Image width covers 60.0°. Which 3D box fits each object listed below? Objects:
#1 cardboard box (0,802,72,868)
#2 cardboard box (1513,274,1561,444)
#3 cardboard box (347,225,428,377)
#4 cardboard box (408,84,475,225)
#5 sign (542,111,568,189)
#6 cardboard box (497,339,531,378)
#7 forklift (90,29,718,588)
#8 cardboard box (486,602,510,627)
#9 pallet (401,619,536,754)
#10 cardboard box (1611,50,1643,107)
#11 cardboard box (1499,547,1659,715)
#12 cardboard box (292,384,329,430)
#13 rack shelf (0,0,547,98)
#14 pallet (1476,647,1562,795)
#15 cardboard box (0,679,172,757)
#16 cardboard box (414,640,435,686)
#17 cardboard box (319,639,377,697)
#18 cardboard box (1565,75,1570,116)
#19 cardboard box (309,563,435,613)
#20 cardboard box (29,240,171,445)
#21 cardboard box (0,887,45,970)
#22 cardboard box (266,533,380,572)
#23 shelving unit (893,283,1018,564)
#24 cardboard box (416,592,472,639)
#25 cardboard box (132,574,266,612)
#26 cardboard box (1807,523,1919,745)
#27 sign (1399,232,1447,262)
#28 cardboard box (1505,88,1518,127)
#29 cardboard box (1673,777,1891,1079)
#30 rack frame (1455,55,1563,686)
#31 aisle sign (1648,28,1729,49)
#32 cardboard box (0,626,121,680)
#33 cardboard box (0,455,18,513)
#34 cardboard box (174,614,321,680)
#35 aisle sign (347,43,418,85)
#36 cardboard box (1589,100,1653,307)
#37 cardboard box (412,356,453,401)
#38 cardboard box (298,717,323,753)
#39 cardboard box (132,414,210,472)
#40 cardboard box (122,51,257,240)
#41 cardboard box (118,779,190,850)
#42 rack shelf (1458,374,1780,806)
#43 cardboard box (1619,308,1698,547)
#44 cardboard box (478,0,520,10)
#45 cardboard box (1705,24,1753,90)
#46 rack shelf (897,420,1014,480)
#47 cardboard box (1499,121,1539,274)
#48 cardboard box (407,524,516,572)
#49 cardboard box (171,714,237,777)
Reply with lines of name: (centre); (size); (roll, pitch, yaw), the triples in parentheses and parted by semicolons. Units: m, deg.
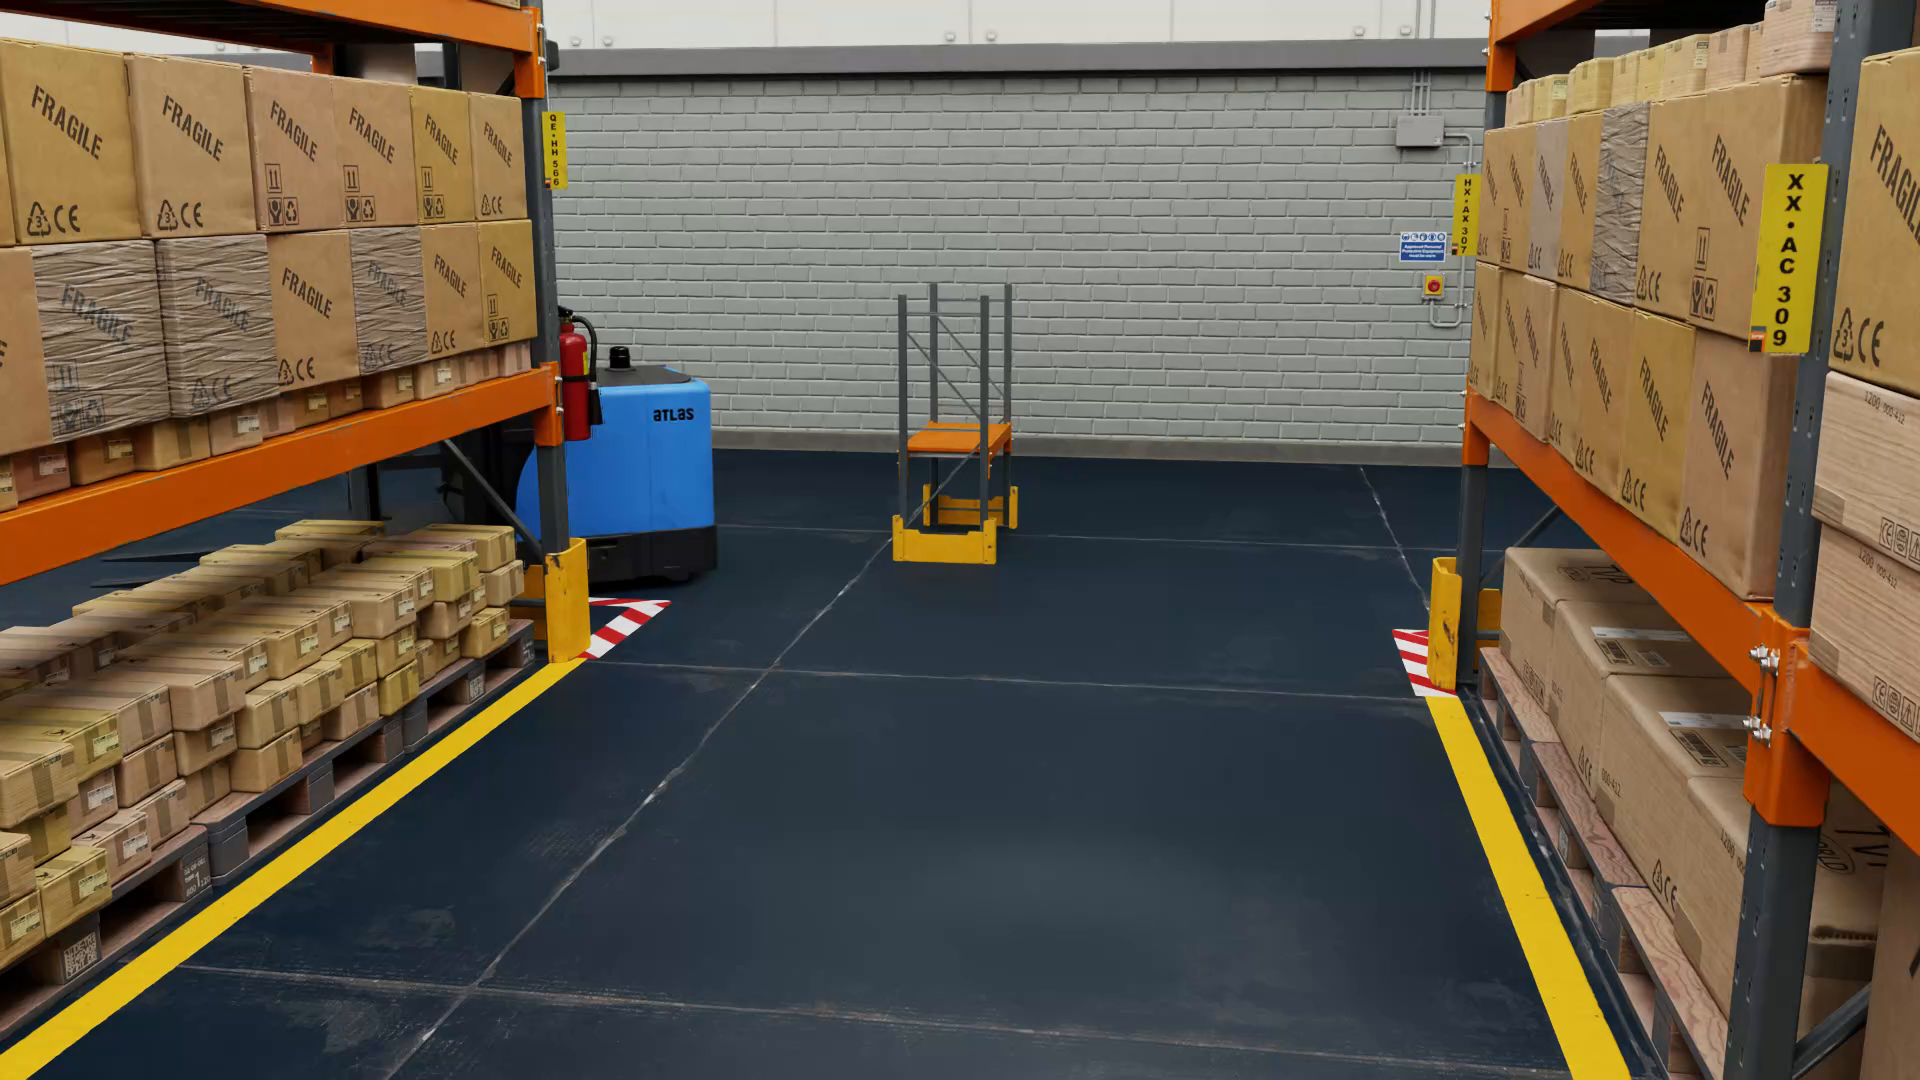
cardboard box: (-2.587, 0.771, 4.360); (0.380, 0.149, 0.250); (2, 12, 9)
cardboard box: (2.109, -0.591, 5.380); (0.500, 0.500, 0.500); (2, 12, 8)
cardboard box: (-2.262, -0.863, 5.936); (0.500, 0.500, 0.500); (2, 12, 9)
cardboard box: (-2.197, -1.458, 6.323); (0.500, 0.500, 0.500); (1, 12, 7)
sign: (-1.749, -1.682, 7.181); (0.100, 0.325, 0.005); (2, 12, 9)
cardboard box: (-2.065, -0.784, 7.108); (0.380, 0.149, 0.250); (2, 12, 9)
forklift: (-2.872, -1.182, 8.523); (3.031, 2.935, 1.130); (-5, 13, -22)
cardboard box: (-2.169, 0.321, 7.155); (0.380, 0.149, 0.250); (2, 12, 10)
pallet: (-2.466, 0.563, 6.880); (1.003, 0.211, 1.213); (2, 12, 9)
cardboard box: (2.012, -1.257, 4.555); (0.380, 0.149, 0.250); (2, 12, 9)
cardboard box: (2.610, 0.343, 6.366); (0.875, 0.438, 0.875); (1, 12, 7)
cardboard box: (-2.375, -0.463, 5.618); (0.380, 0.149, 0.250); (2, 12, 10)
rack shelf: (-2.602, -1.682, 5.267); (1.077, 0.370, 4.000); (2, 12, 9)
pallet: (2.567, 0.688, 6.302); (1.003, 0.211, 1.213); (2, 12, 9)
cardboard box: (-2.543, 0.517, 4.834); (0.380, 0.149, 0.250); (2, 12, 7)
cardboard box: (-2.259, 0.482, 6.409); (0.380, 0.149, 0.250); (2, 12, 9)
cardboard box: (-2.296, 0.447, 5.862); (0.380, 0.149, 0.250); (3, 12, 11)
cardboard box: (2.150, -1.415, 5.291); (0.380, 0.149, 0.250); (2, 12, 9)
cardboard box: (-2.237, 0.192, 6.339); (0.380, 0.149, 0.250); (1, 12, 6)
cardboard box: (-2.515, -0.544, 4.453); (0.500, 0.500, 0.500); (2, 12, 9)
cardboard box: (-2.536, 0.972, 4.135); (0.380, 0.149, 0.250); (1, 12, 6)
cardboard box: (-2.634, 0.073, 6.893); (0.380, 0.149, 0.250); (2, 12, 10)
shelving unit: (-0.012, -0.717, 9.762); (0.587, 1.500, 1.083); (2, 12, 9)
cardboard box: (-2.172, 0.286, 6.609); (0.380, 0.149, 0.250); (1, 12, 6)
cardboard box: (-2.808, 0.233, 6.150); (0.380, 0.149, 0.250); (2, 12, 11)
cardboard box: (1.669, 0.144, 2.559); (0.500, 0.250, 0.500); (2, 12, 7)
sign: (3.418, -2.166, 12.280); (0.327, 0.218, 0.001); (2, 12, 9)
cardboard box: (2.284, -1.634, 6.307); (0.380, 0.149, 0.250); (2, 12, 10)
cardboard box: (2.200, 0.908, 3.745); (0.875, 0.438, 0.875); (2, 12, 8)
rack frame: (2.613, -0.845, 6.792); (1.000, 3.000, 0.127); (2, 12, 9)
aisle sign: (2.930, -2.120, 6.541); (0.394, 0.787, 0.004); (2, 12, 9)
cardboard box: (-2.984, 0.390, 5.422); (0.380, 0.149, 0.250); (1, 12, 7)
cardboard box: (-2.576, -0.133, 4.087); (0.380, 0.149, 0.250); (2, 12, 10)
cardboard box: (-2.386, 0.357, 5.576); (0.380, 0.149, 0.250); (2, 12, 9)
aisle sign: (-2.579, -2.280, 7.281); (0.394, 0.787, 0.004); (2, 12, 9)
cardboard box: (1.952, -0.868, 4.292); (0.500, 0.500, 0.500); (2, 12, 9)
cardboard box: (-2.180, -0.627, 6.379); (0.380, 0.149, 0.250); (2, 12, 10)
cardboard box: (-2.412, 0.643, 5.659); (0.380, 0.149, 0.250); (2, 12, 10)
cardboard box: (-2.436, -0.297, 4.848); (0.380, 0.149, 0.250); (2, 12, 10)
cardboard box: (-2.426, -1.133, 4.812); (0.500, 0.500, 0.500); (2, 12, 10)
cardboard box: (-2.518, 0.808, 4.892); (0.380, 0.149, 0.250); (2, 12, 7)
rack shelf: (2.305, -0.077, 4.936); (1.077, 0.370, 4.000); (2, 12, 9)
cardboard box: (1.890, -0.273, 3.902); (0.500, 0.500, 0.500); (2, 12, 7)
cardboard box: (-2.103, -2.274, 6.660); (0.500, 0.250, 0.500); (2, 12, 7)
cardboard box: (1.947, -1.097, 3.815); (0.380, 0.149, 0.250); (2, 12, 8)
rack shelf: (-0.013, -0.540, 9.791); (0.538, 0.185, 1.000); (2, 12, 9)
cardboard box: (2.185, -1.184, 5.756); (0.500, 0.500, 0.500); (2, 12, 7)
cardboard box: (-2.125, 0.032, 7.083); (0.380, 0.149, 0.250); (2, 12, 9)
cardboard box: (-2.475, 0.607, 5.123); (0.380, 0.149, 0.250); (2, 12, 11)
